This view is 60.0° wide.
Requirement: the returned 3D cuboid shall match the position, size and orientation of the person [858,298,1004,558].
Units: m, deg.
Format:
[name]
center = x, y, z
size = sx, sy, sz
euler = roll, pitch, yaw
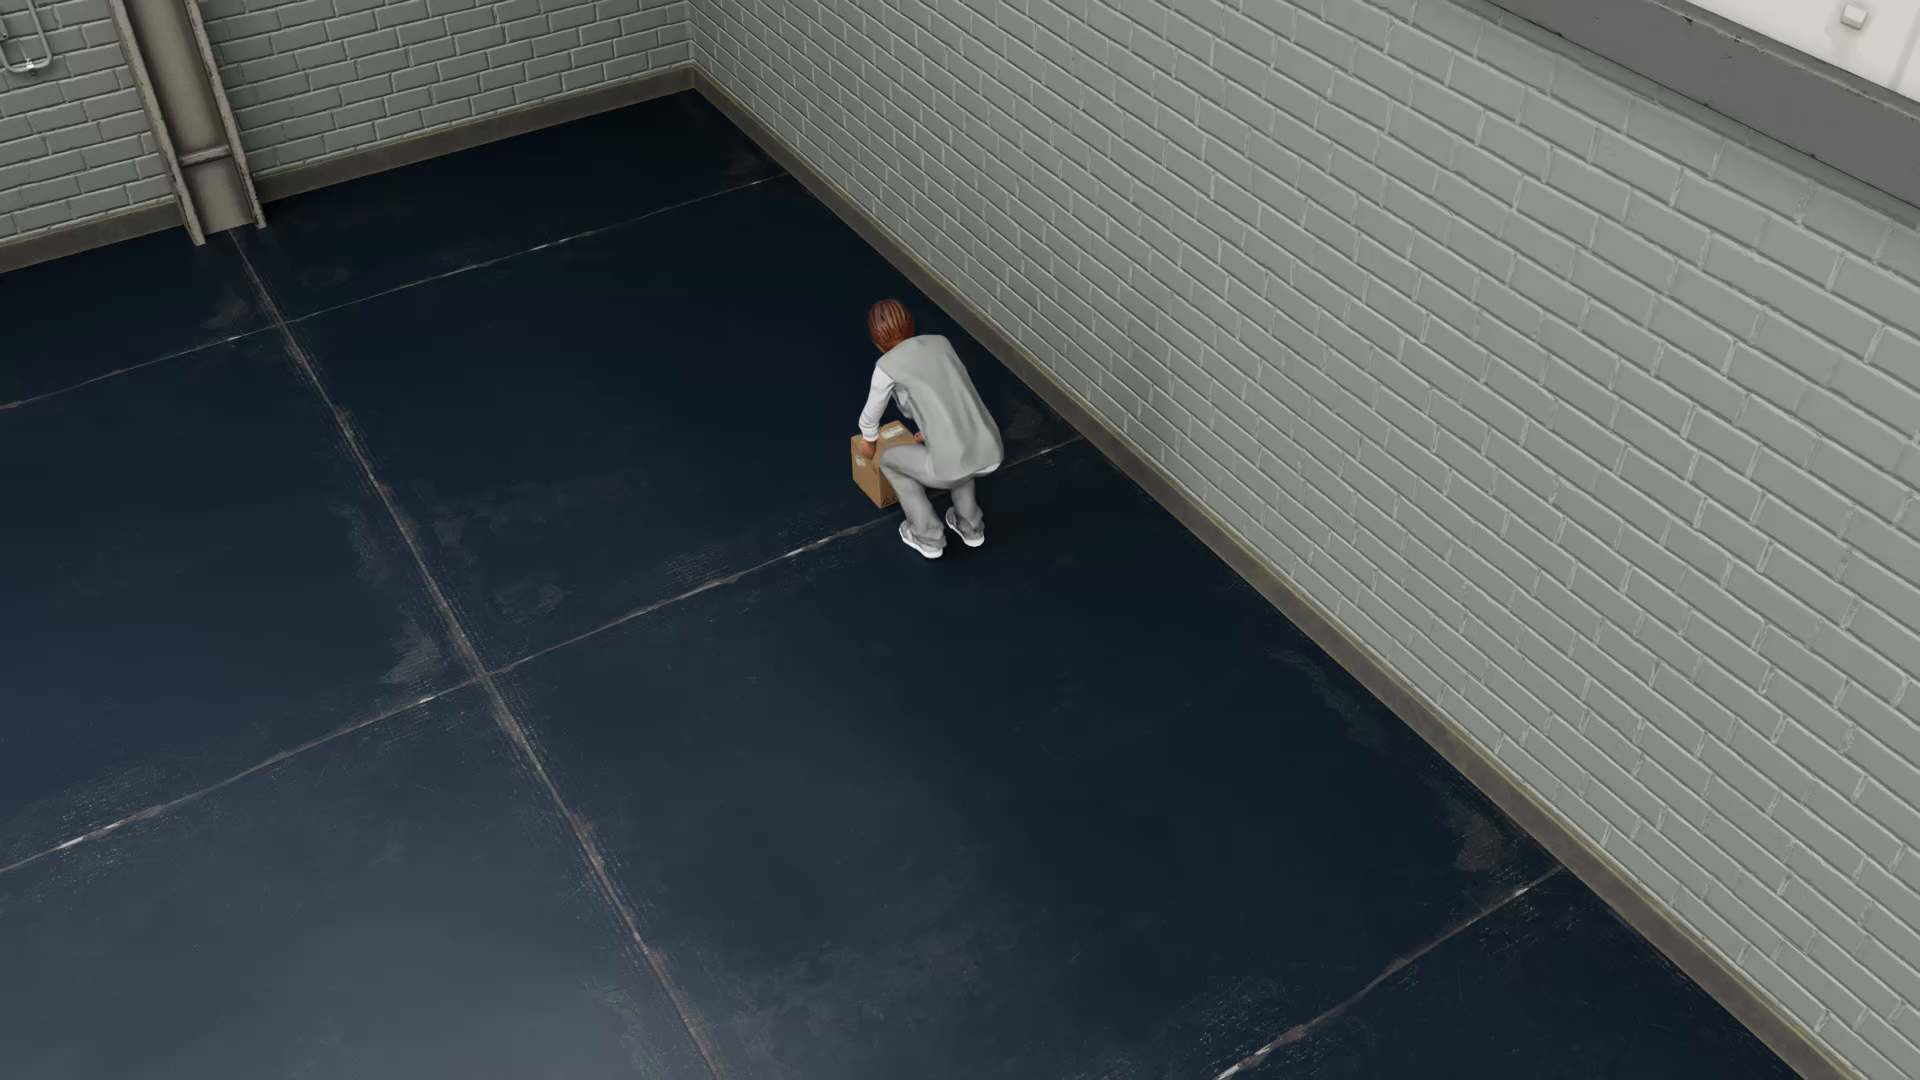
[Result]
[person]
center = -0.136, -0.423, 7.055
size = 0.461, 1.061, 0.754
euler = -23, 46, -24
